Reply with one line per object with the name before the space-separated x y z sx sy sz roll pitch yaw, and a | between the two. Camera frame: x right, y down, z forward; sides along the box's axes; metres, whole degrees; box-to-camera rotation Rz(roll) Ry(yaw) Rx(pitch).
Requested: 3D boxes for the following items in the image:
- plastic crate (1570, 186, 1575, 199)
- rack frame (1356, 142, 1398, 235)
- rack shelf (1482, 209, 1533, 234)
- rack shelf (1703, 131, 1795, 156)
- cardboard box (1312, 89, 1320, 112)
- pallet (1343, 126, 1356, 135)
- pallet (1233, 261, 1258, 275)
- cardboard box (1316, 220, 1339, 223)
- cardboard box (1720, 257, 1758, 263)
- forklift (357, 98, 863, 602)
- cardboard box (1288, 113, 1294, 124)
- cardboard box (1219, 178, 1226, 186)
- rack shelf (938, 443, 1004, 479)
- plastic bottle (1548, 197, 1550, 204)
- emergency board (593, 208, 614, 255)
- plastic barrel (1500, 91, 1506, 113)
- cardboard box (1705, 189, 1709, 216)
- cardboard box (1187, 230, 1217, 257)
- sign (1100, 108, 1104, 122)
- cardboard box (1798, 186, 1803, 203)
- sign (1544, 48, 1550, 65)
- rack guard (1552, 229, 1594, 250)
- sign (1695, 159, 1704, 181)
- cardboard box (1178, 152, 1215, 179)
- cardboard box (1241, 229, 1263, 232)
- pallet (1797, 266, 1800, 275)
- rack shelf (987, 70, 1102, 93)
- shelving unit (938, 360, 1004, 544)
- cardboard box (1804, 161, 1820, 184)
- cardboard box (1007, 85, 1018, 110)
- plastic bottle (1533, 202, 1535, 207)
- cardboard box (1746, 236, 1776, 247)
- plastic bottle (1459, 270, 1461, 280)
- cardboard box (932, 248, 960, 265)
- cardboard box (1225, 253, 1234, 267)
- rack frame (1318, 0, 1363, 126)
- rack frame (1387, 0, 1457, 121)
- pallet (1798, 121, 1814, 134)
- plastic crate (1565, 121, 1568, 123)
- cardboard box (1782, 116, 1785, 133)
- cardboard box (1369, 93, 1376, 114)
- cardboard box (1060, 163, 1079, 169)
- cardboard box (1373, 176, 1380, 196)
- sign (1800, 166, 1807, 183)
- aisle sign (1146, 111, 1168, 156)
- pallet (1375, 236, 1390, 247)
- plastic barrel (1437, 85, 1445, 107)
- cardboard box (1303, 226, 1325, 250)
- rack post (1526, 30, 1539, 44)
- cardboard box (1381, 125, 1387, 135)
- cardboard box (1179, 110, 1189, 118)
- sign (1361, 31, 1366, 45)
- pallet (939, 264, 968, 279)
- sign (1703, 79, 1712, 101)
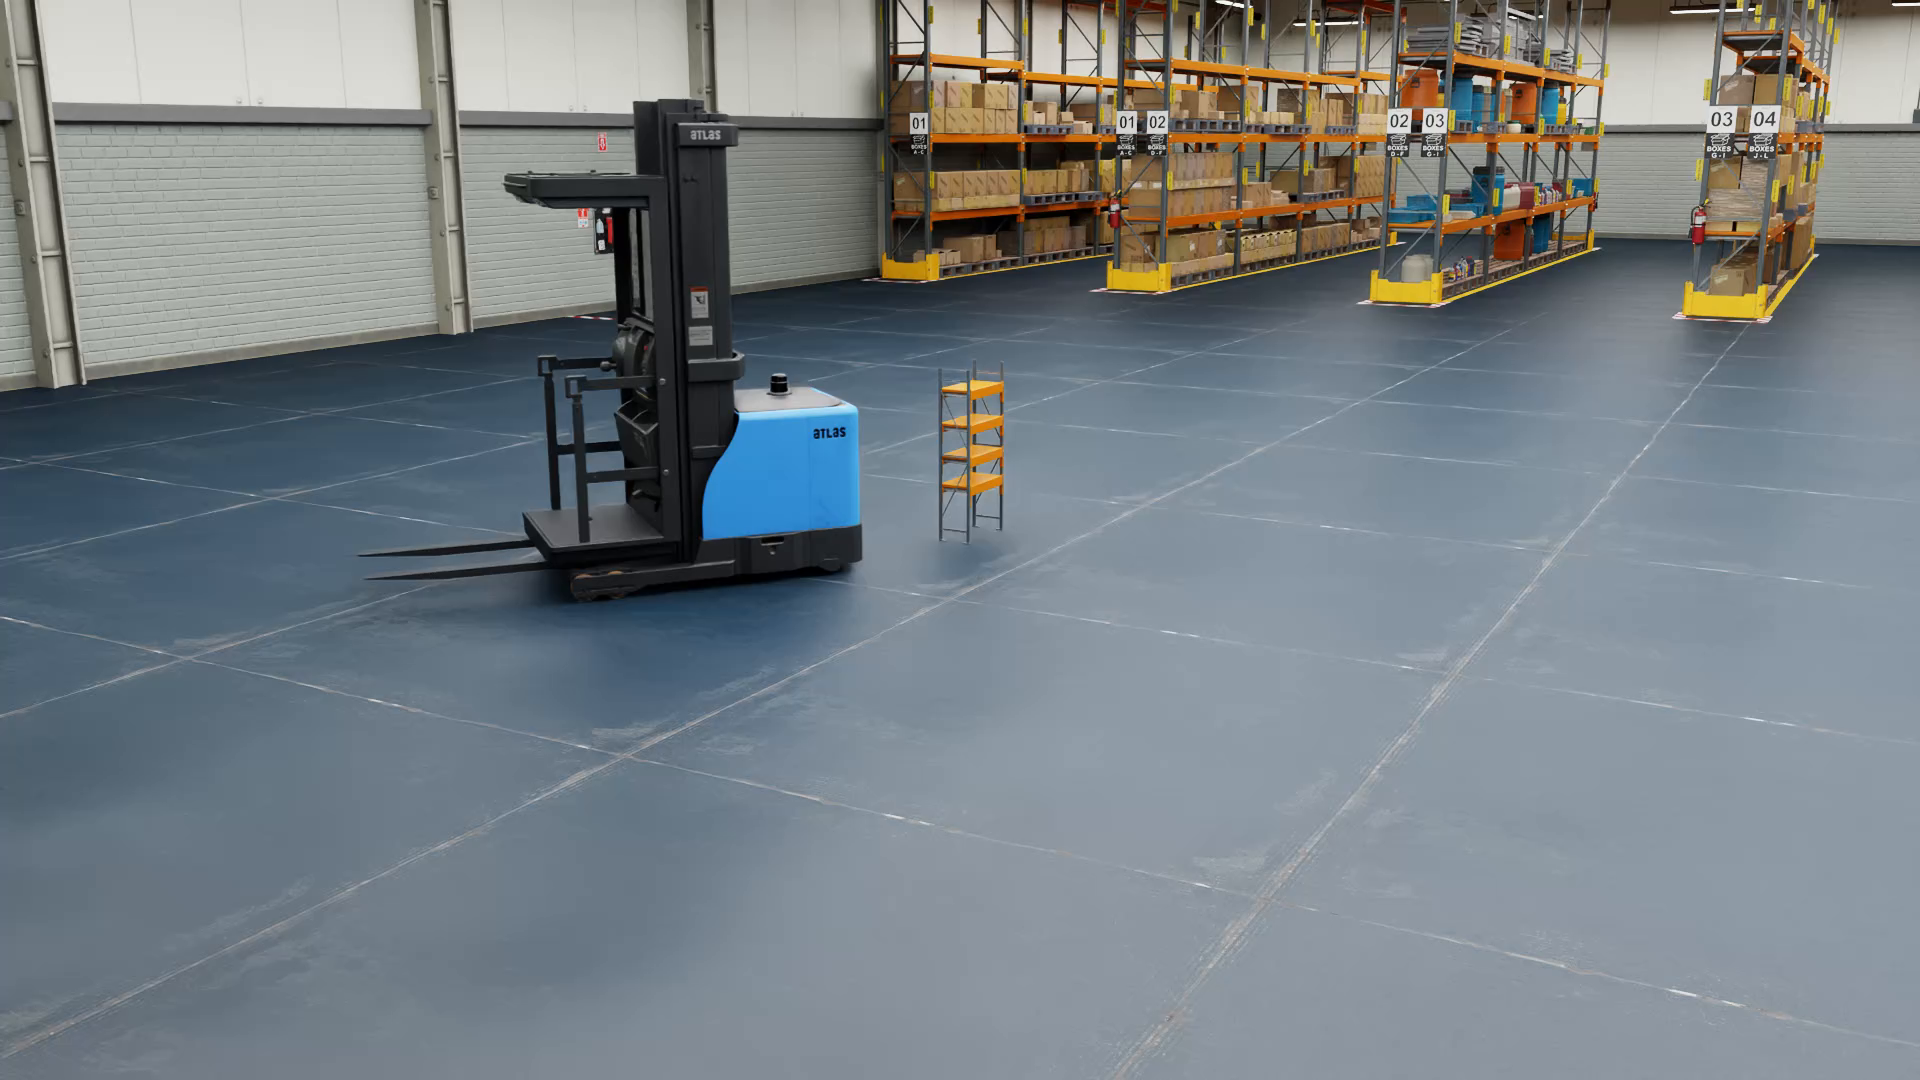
plastic crate | 14.348 -8.263 39.533 0.437 0.282 0.530 7 15 28
rack frame | 11.048 -9.382 44.048 1.000 3.000 0.127 7 15 28
rack shelf | 10.548 -6.418 33.291 1.077 0.370 4.000 7 15 28
rack shelf | 12.950 -6.495 27.208 1.077 0.370 4.000 7 15 28
cardboard box | 7.890 -10.031 37.996 0.500 0.500 0.500 7 15 28
pallet | 8.737 -9.802 39.793 1.213 0.211 1.003 7 15 28
pallet | 5.569 -5.720 34.808 1.003 0.211 1.213 7 15 28
cardboard box | 9.141 -7.709 41.504 0.500 0.500 0.500 7 15 28
cardboard box | 13.418 -4.590 28.609 0.500 0.500 0.500 -12 18 -41
forklift | -2.194 -1.194 10.231 3.031 2.935 1.130 -6 15 -22
cardboard box | 7.010 -9.230 36.444 0.500 0.250 0.500 6 15 24
cardboard box | 5.057 -7.099 32.983 0.380 0.149 0.250 7 15 26
rack shelf | 0.080 -0.552 11.550 0.258 0.148 0.480 7 15 28
plastic bottle | 13.023 -7.552 36.883 0.097 0.201 0.097 0 14 0
emergency board | -5.573 -5.168 26.568 0.194 1.169 0.643 7 15 28
plastic barrel | 10.612 -8.567 33.354 0.600 0.830 0.708 7 15 28
cardboard box | 12.410 -5.395 26.664 0.875 0.500 0.500 7 15 28
cardboard box | 4.724 -5.828 32.677 0.500 0.500 0.500 7 15 28
sign | 3.316 -9.949 38.896 0.100 0.325 0.005 7 15 28
cardboard box | 16.324 -6.735 32.855 0.500 0.500 0.500 8 16 30
sign | 12.000 -9.877 33.991 0.100 0.325 0.005 7 15 28
rack guard | 15.382 -7.611 42.037 1.175 0.500 0.348 7 15 28
sign | 11.507 -5.759 25.878 0.100 0.325 0.005 7 15 28
cardboard box | 4.552 -7.301 32.435 0.700 0.500 0.500 7 15 28
cardboard box | 6.424 -6.698 36.689 0.500 0.311 0.500 7 15 27
pallet | 16.888 -5.664 34.578 1.003 0.211 1.213 7 15 28
rack shelf | 1.875 -10.263 37.291 1.077 0.370 4.000 7 15 28
shelving unit | 0.080 -0.617 11.534 0.258 1.200 0.503 7 15 28
cardboard box | 19.712 -8.565 38.746 0.500 0.500 0.500 8 16 29
cardboard box | 0.904 -9.349 35.124 0.500 0.500 0.500 6 15 23
plastic bottle | 12.206 -7.236 35.397 0.061 0.283 0.133 7 15 28
cardboard box | 15.305 -5.730 31.694 0.500 0.250 0.500 9 16 34
plastic bottle | 9.059 -4.838 30.235 0.097 0.201 0.097 0 14 0
cardboard box | -0.336 -5.815 34.052 0.500 0.311 0.500 9 16 33
cardboard box | 5.214 -5.667 33.612 0.500 0.250 0.500 7 15 28
rack frame | 9.114 -11.478 39.941 1.000 3.000 0.127 7 15 28
rack frame | 7.647 -8.454 27.398 1.000 3.000 0.127 7 15 28
pallet | 14.807 -7.491 30.207 1.213 0.211 1.003 7 15 28
plastic crate | 14.403 -9.965 40.202 0.504 0.338 0.767 7 15 28
cardboard box | 12.686 -6.537 26.170 0.500 0.250 0.500 7 15 27
cardboard box | 9.918 -10.848 41.383 0.700 0.500 0.500 7 15 28
cardboard box | 2.559 -8.737 38.837 0.380 0.149 0.250 5 14 19
cardboard box | 10.332 -8.996 42.234 0.500 0.500 0.500 7 15 27
sign | 16.330 -7.082 32.208 0.100 0.325 0.005 7 15 28
aisle sign | 3.549 -7.315 29.928 0.394 0.787 0.004 7 15 28
pallet | 10.626 -7.847 43.631 1.003 0.211 1.213 7 15 28
plastic barrel | 8.087 -7.539 28.708 0.600 0.588 0.600 0 14 0
cardboard box | 8.146 -7.010 38.607 0.500 0.500 0.500 7 15 27
rack post | 11.806 -10.516 34.855 0.624 0.289 0.986 7 15 28
cardboard box | 10.549 -10.426 42.301 0.500 0.250 0.500 7 15 28
cardboard box | 4.036 -7.929 30.963 0.380 0.149 0.250 7 15 28
sign | 9.603 -11.947 39.557 0.100 0.325 0.005 7 15 28
pallet | -0.565 -5.482 33.823 1.003 0.211 1.213 7 15 28
sign | 11.507 -6.932 25.596 0.100 0.325 0.005 7 15 28
